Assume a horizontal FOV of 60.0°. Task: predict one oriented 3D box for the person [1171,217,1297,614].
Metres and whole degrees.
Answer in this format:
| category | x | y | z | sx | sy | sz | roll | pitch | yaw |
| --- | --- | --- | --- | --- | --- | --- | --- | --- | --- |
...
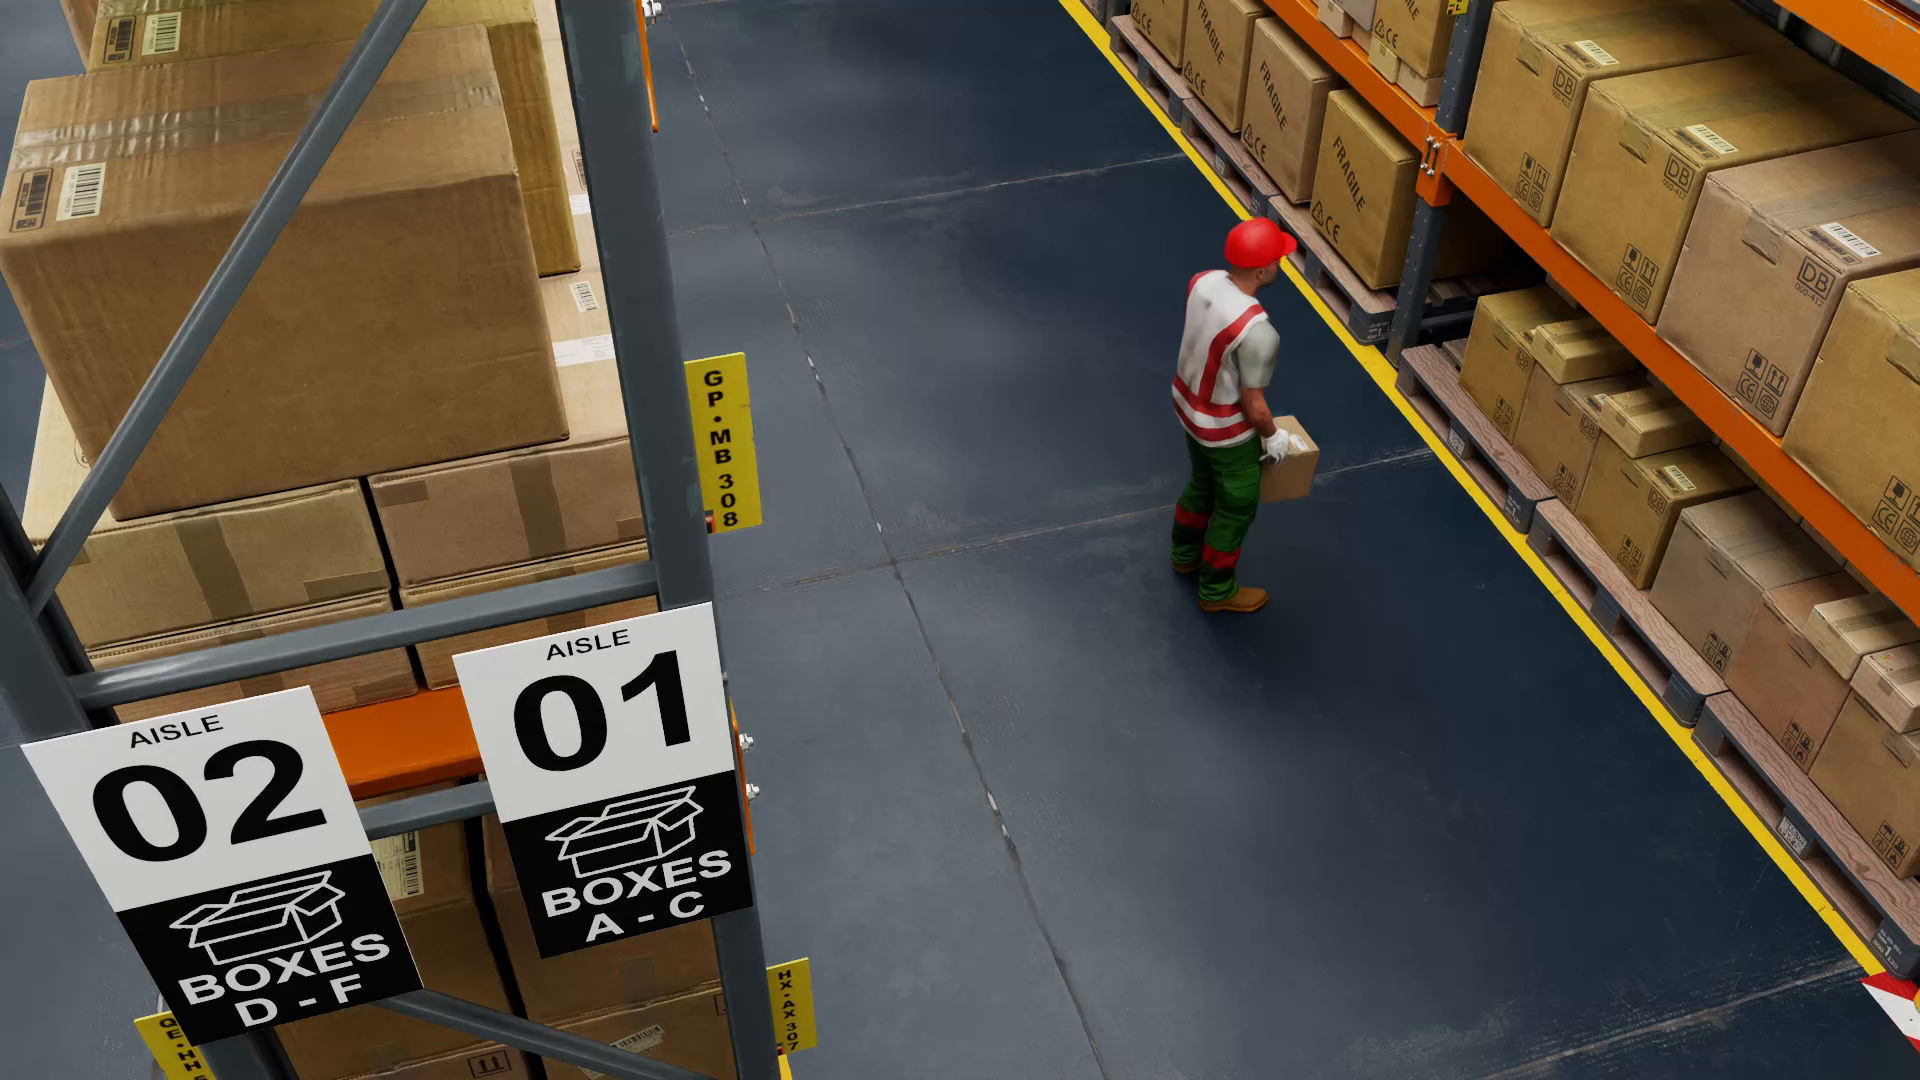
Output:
| category | x | y | z | sx | sy | sz | roll | pitch | yaw |
| --- | --- | --- | --- | --- | --- | --- | --- | --- | --- |
| person | 1.068 | -0.493 | 6.694 | 0.404 | 1.787 | 0.547 | -13 | 43 | -14 |
